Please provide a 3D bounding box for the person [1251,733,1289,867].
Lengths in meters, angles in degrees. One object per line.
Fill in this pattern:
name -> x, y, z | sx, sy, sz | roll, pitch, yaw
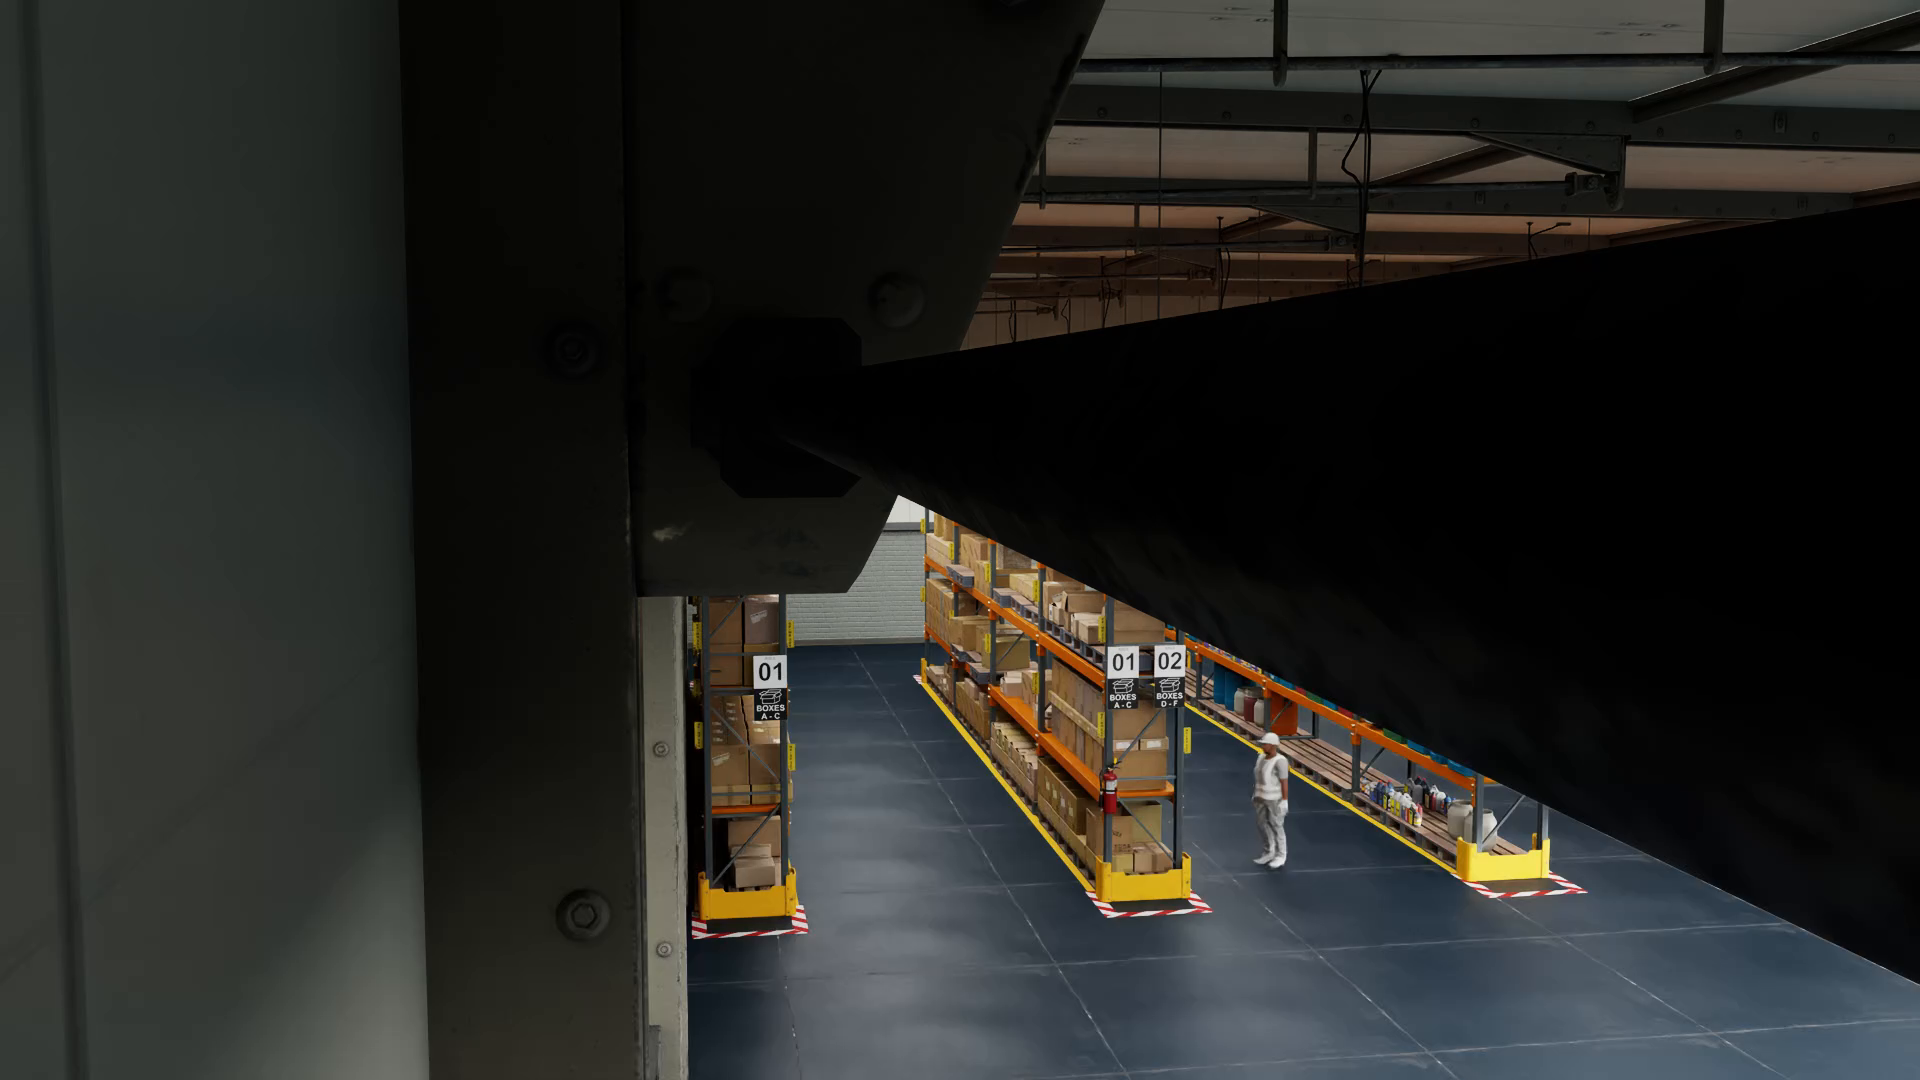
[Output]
person -> 4.161, 3.483, 22.281 | 0.373, 1.819, 0.671 | -3, 6, -30
